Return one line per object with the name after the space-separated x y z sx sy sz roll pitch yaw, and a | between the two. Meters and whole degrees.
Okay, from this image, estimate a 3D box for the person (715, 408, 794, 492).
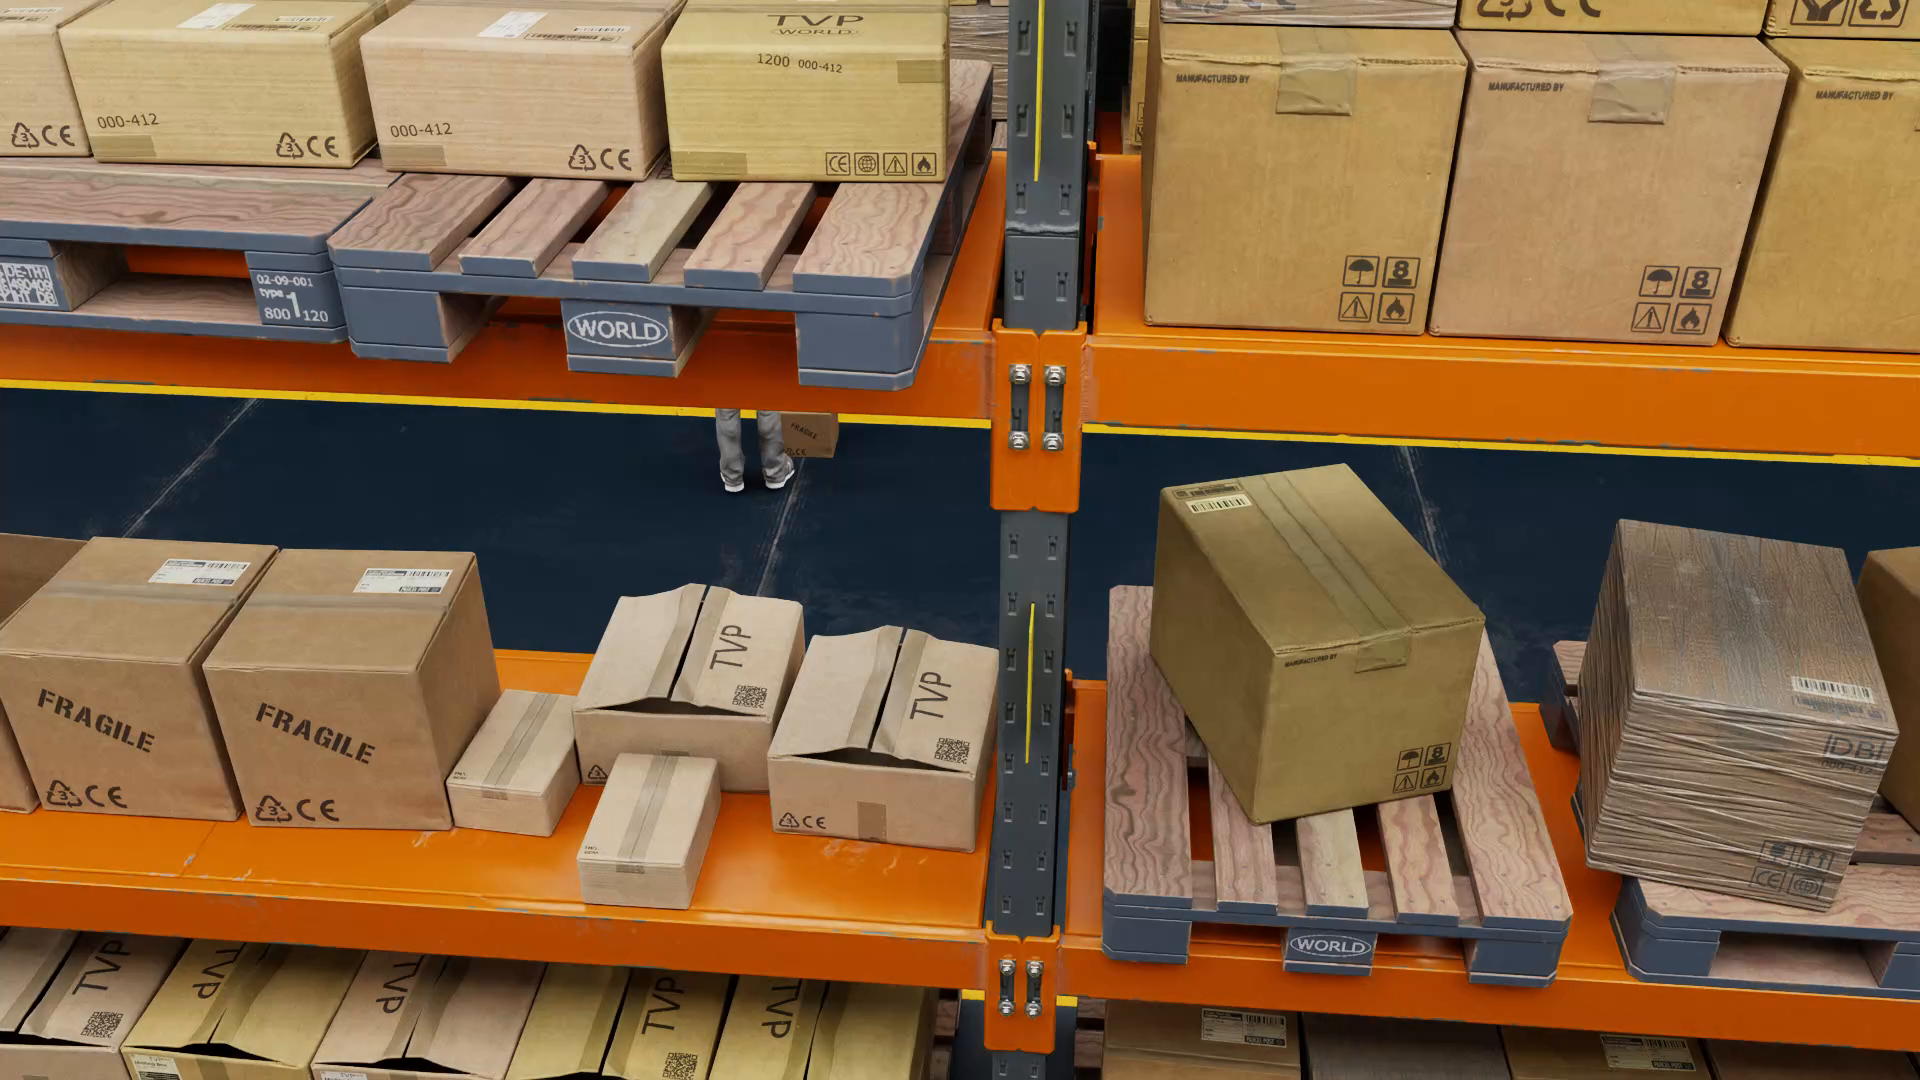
-1.007 -0.960 7.651 0.408 1.604 0.313 -2 32 -3 | person
